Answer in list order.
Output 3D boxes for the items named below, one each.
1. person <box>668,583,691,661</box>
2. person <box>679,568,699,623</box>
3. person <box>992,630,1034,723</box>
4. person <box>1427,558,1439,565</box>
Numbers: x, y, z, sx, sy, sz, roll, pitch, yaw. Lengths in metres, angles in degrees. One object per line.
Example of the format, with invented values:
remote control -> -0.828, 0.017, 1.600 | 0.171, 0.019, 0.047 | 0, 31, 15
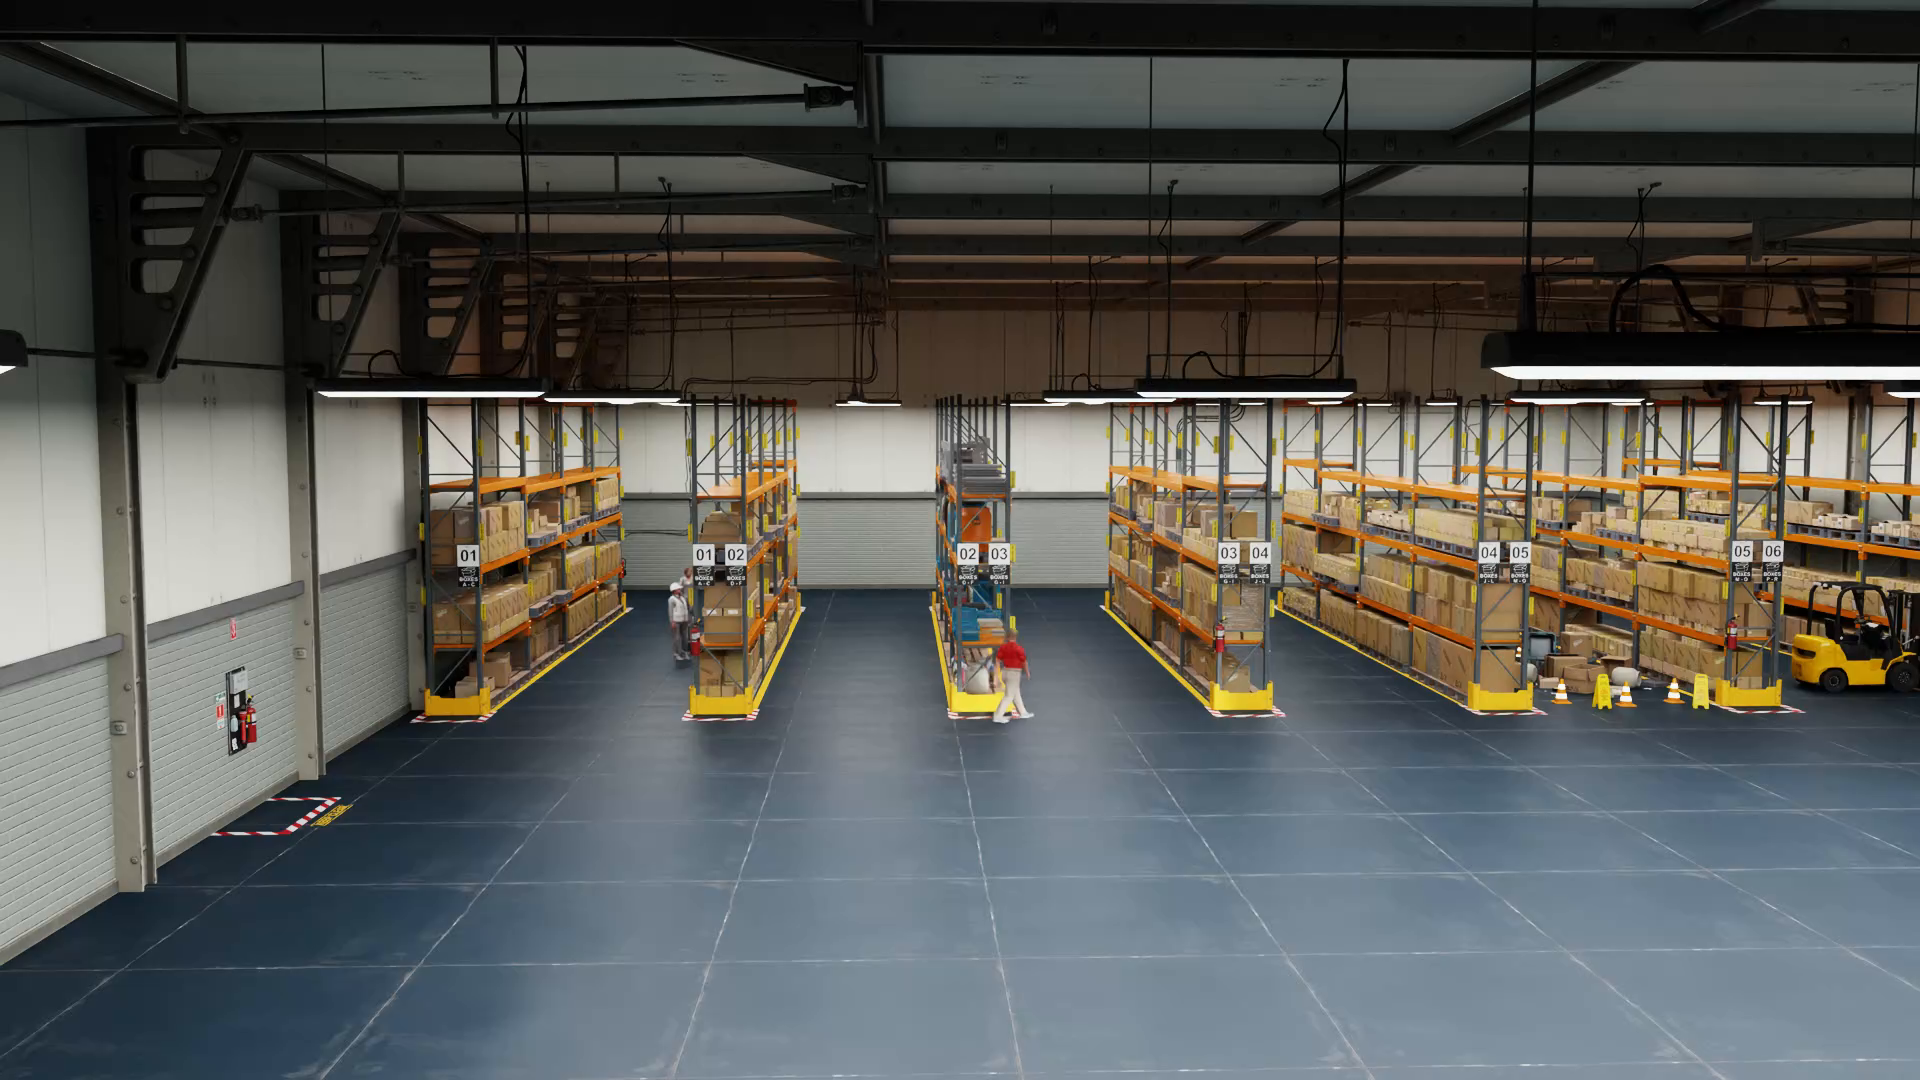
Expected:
person -> -6.405, 1.871, 37.943 | 0.424, 1.801, 0.598 | 4, 6, 43
person -> -7.146, 1.515, 43.730 | 0.562, 1.590, 0.648 | 0, 5, 3
person -> 1.016, 2.477, 30.343 | 1.017, 1.670, 0.472 | -3, 5, -31
person -> 14.131, 0.994, 49.778 | 0.402, 1.595, 0.399 | -1, 5, -15
